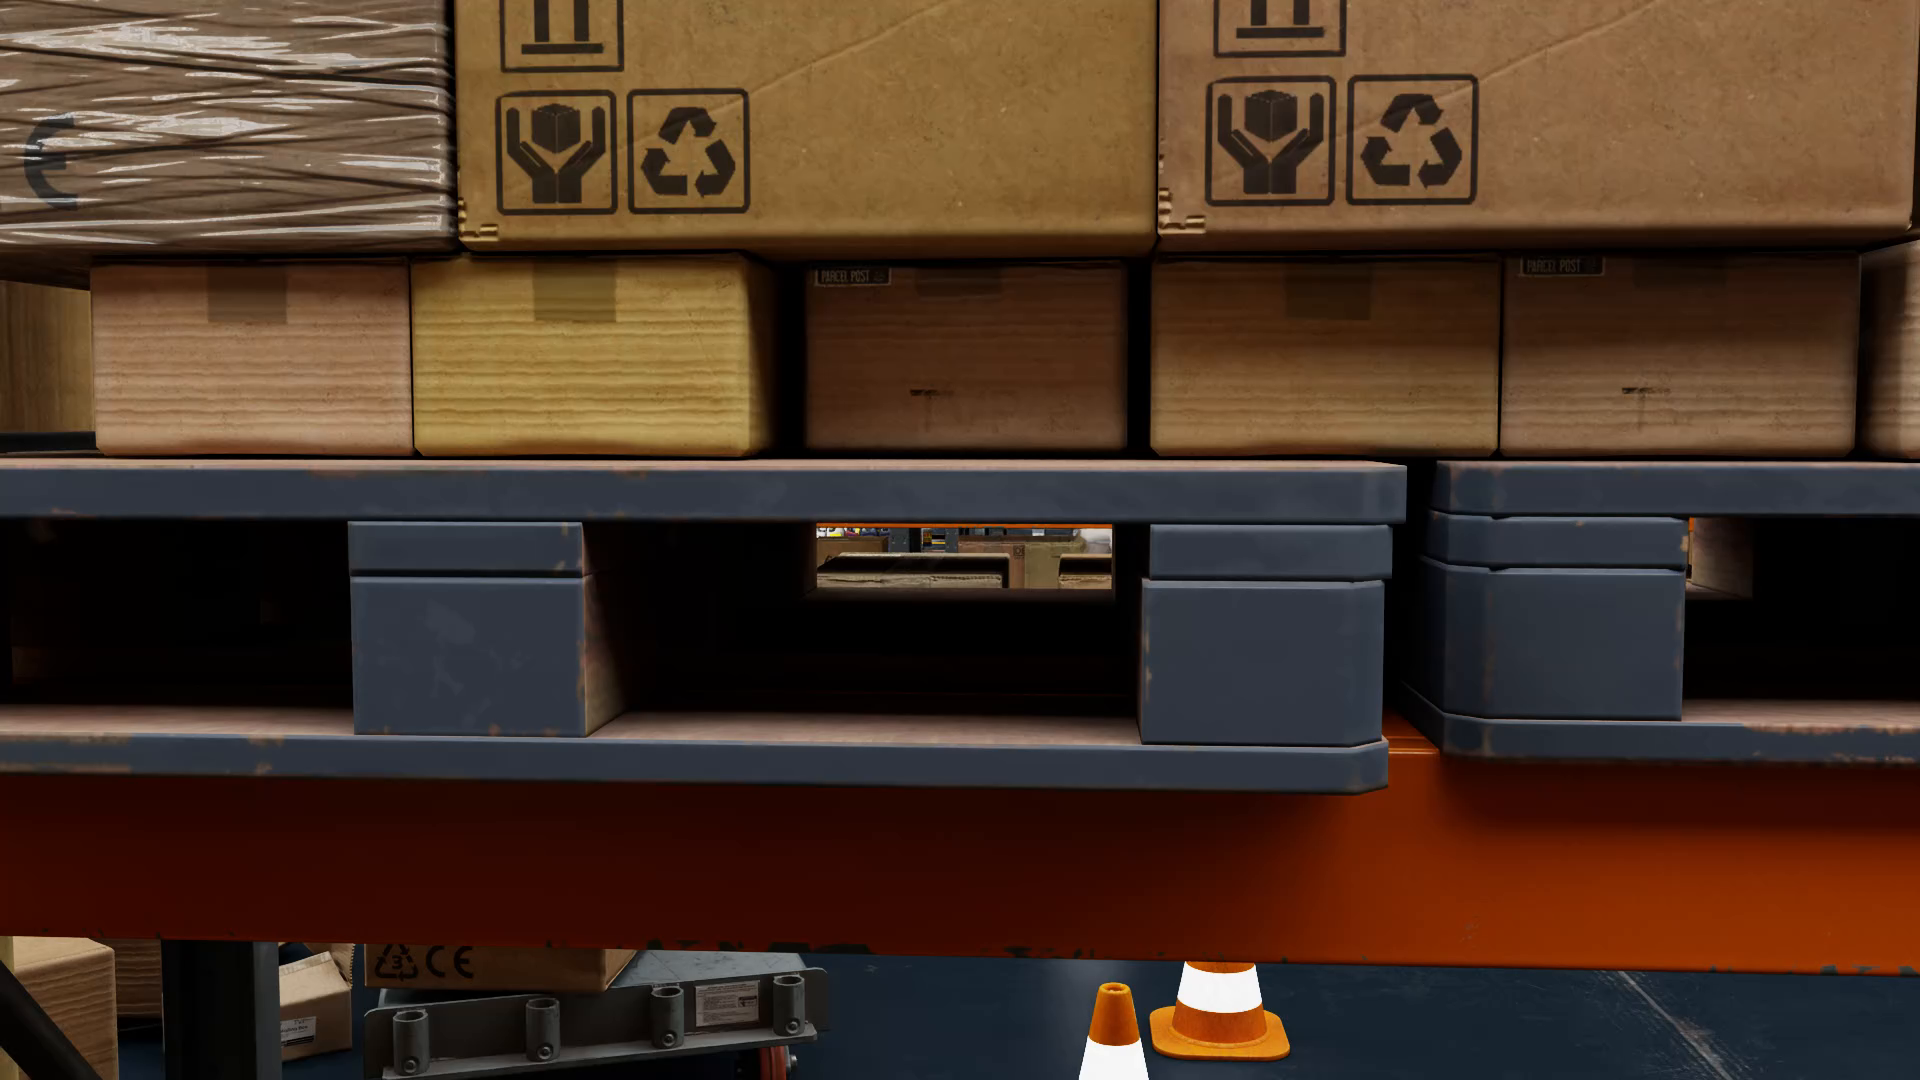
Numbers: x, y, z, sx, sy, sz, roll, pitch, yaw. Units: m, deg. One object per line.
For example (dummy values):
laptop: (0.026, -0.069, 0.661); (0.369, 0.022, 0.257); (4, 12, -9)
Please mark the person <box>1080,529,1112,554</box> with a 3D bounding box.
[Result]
person: (1.212, 0.182, 10.211); (0.939, 1.258, 0.497); (0, 4, -3)
